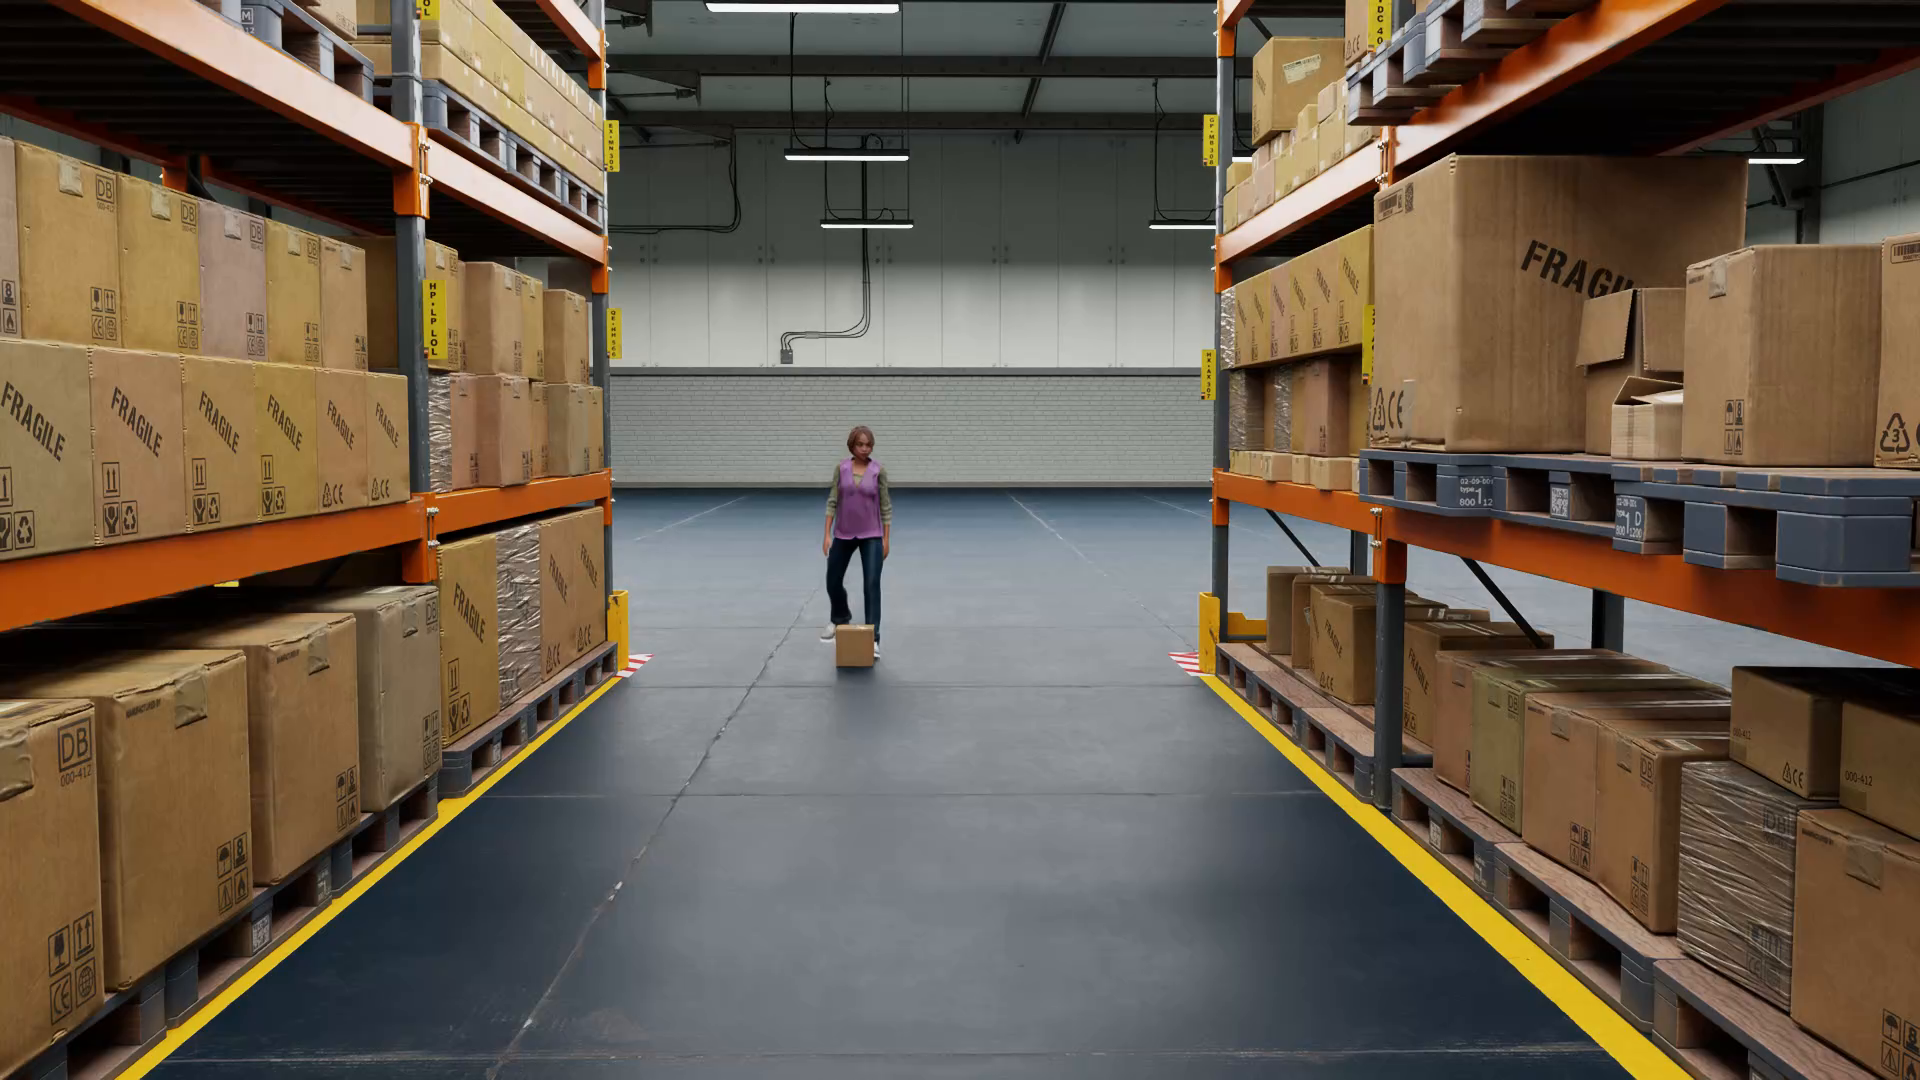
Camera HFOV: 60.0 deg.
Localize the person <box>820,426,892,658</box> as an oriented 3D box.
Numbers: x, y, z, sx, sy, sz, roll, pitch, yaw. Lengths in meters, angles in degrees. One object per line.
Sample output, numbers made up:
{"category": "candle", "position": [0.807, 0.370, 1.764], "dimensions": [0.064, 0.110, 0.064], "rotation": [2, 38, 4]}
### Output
{"category": "person", "position": [-0.749, -0.002, 11.642], "dimensions": [0.545, 1.589, 0.707], "rotation": [0, 4, 4]}
